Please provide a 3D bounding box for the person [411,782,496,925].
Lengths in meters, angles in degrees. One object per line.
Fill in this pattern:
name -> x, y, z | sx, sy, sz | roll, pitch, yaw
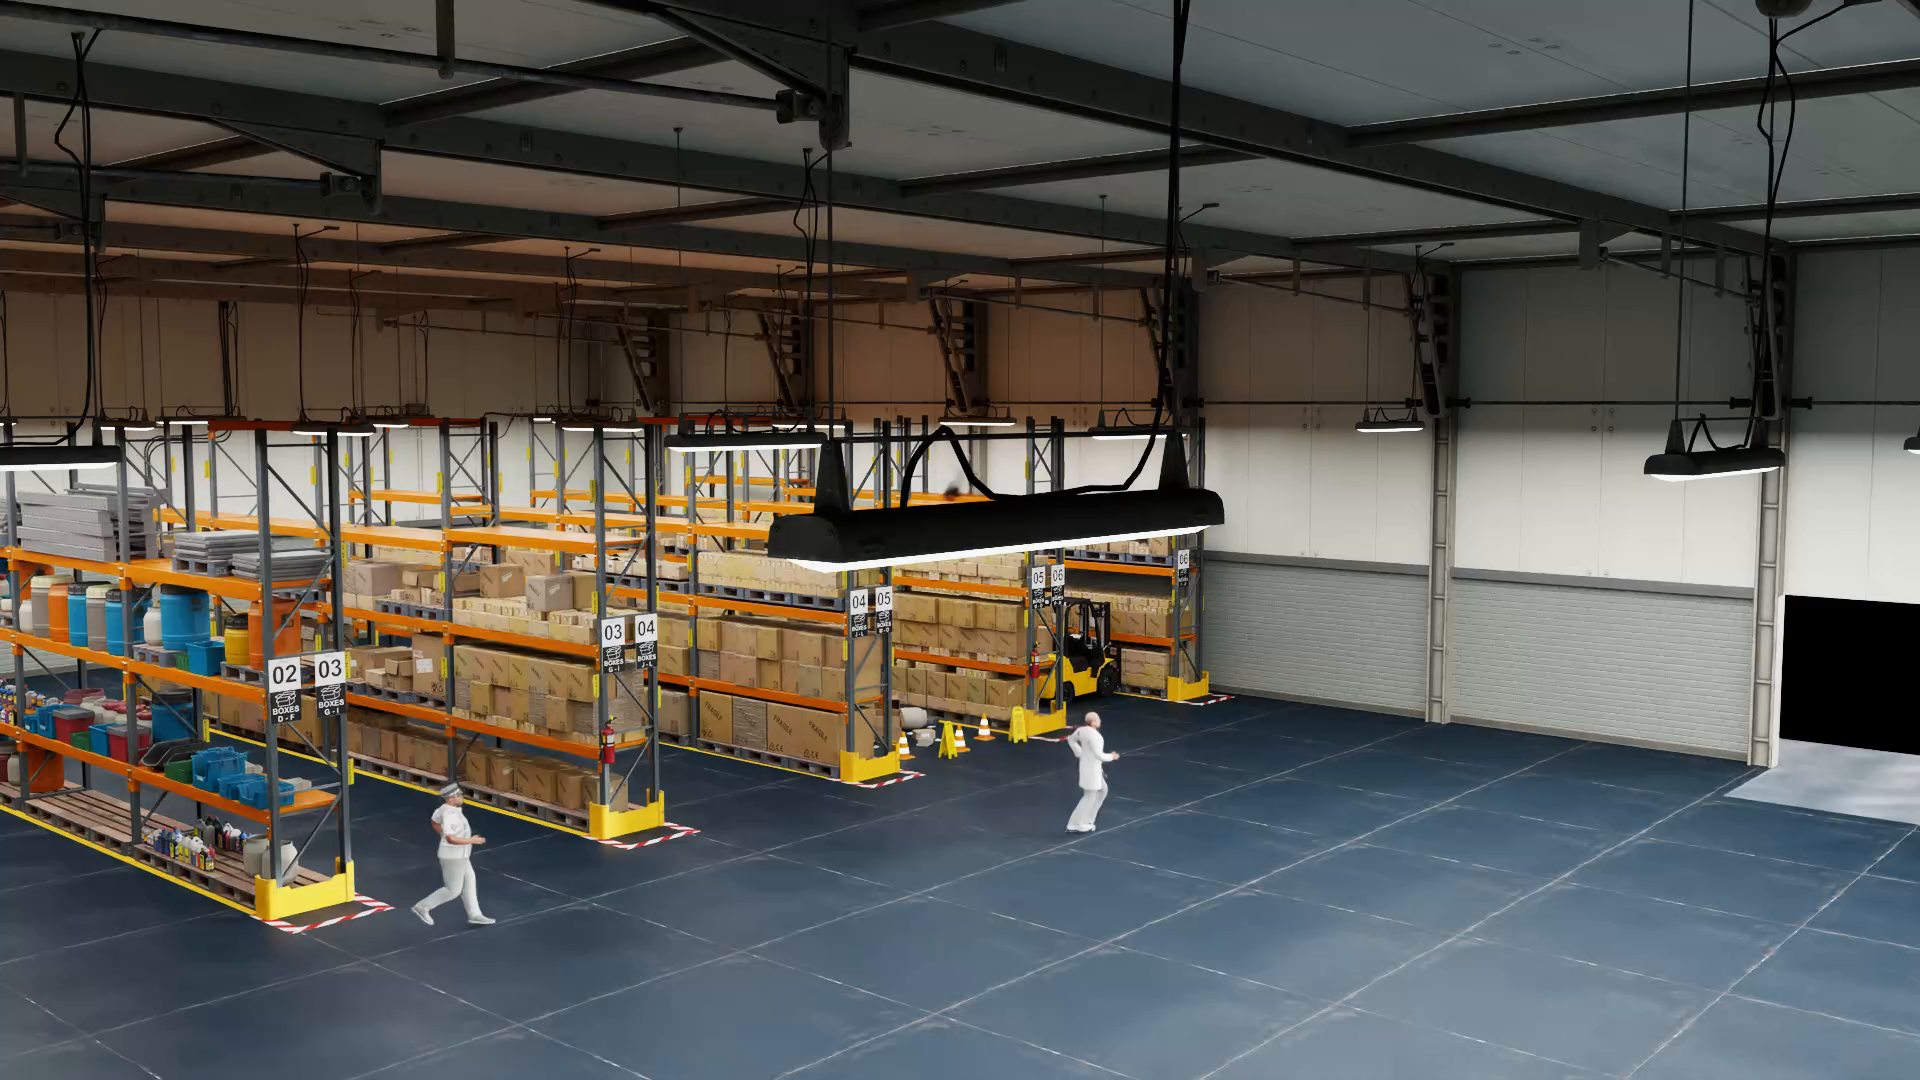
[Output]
person -> -6.079, 3.790, 19.919 | 0.963, 1.777, 0.677 | -1, 5, -17

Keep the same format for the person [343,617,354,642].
person -> -13.462, 2.485, 36.174 | 0.808, 1.686, 0.562 | 4, 7, 43

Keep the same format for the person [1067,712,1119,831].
person -> 1.945, 3.433, 24.469 | 0.780, 1.831, 0.740 | -1, 5, -10
